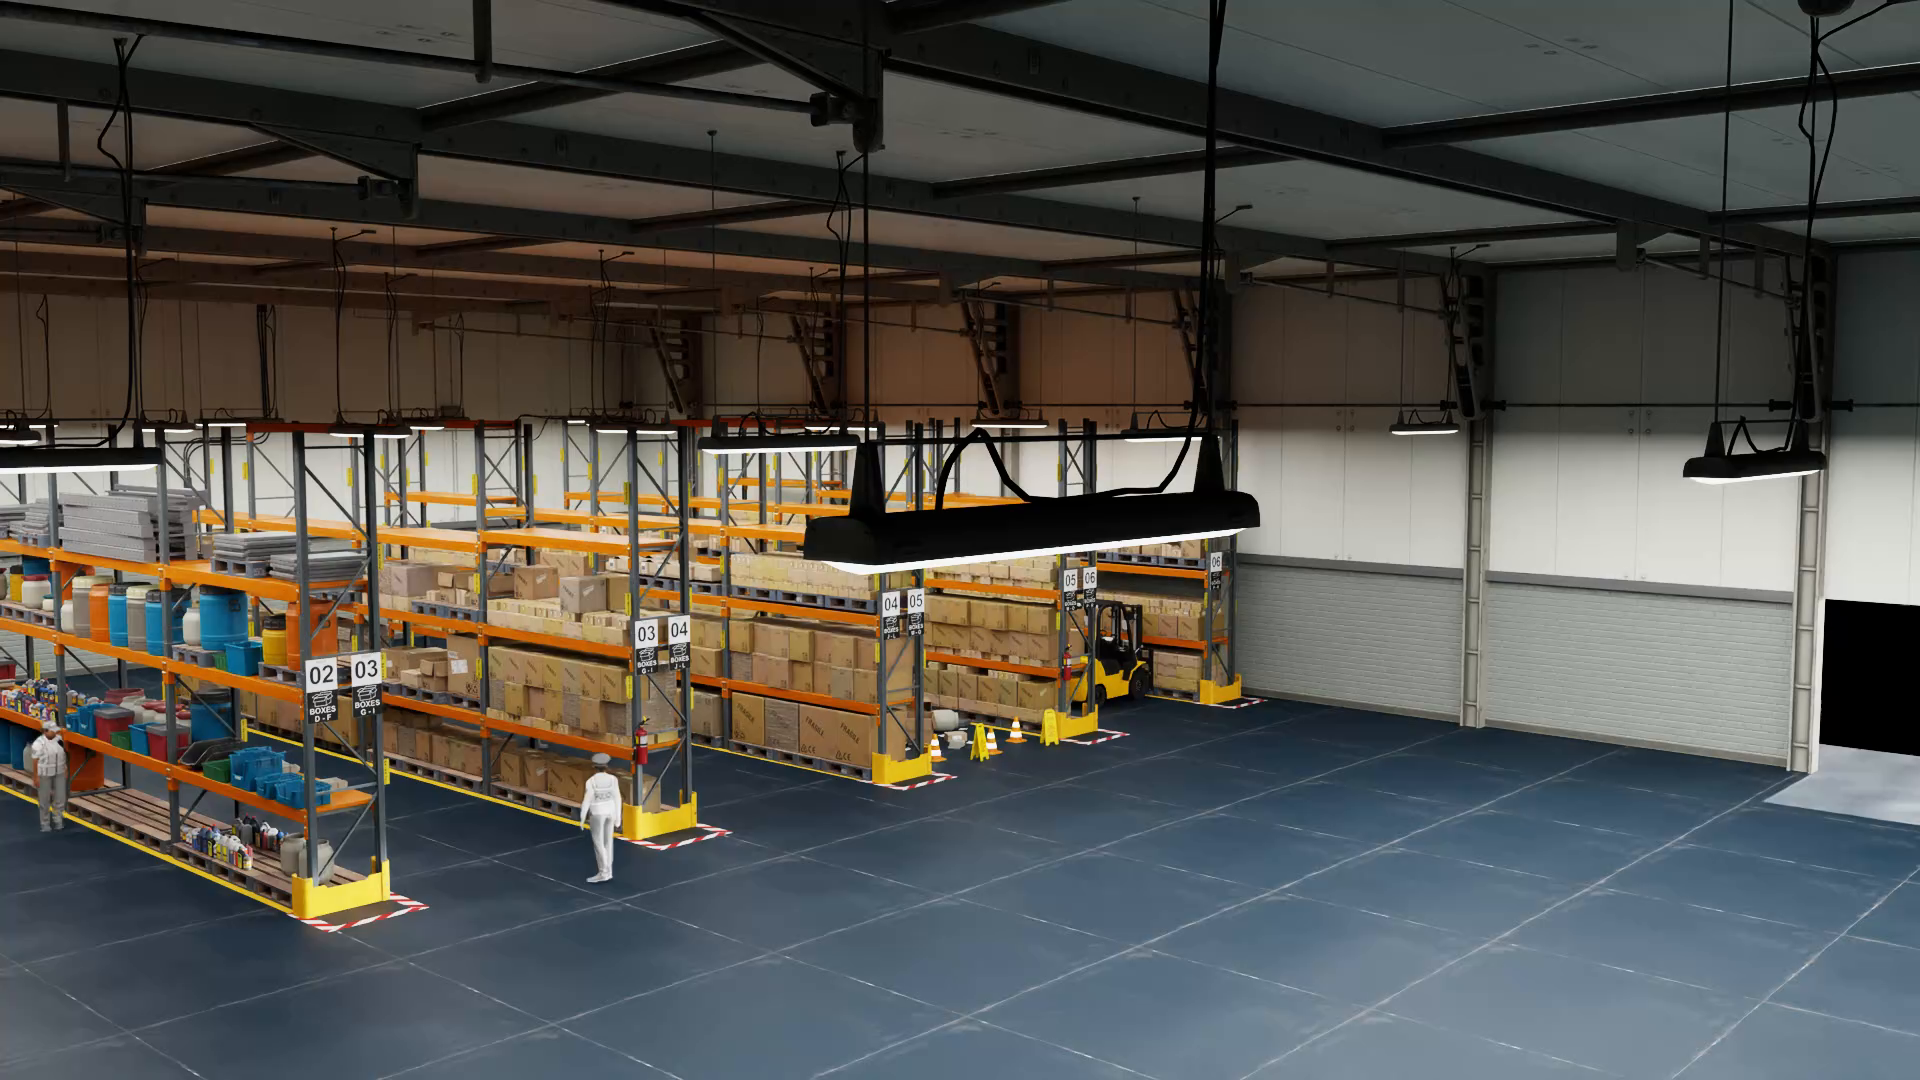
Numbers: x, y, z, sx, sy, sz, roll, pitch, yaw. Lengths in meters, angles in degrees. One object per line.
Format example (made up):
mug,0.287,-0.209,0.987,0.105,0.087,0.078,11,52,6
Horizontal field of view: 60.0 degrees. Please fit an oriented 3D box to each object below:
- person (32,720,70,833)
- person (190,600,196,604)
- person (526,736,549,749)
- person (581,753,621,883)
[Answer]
person,-13.499,3.495,24.688,0.476,1.673,0.513,3,6,34
person,-17.830,2.292,38.822,0.602,1.776,0.677,4,6,38
person,-7.825,2.980,30.673,0.420,1.800,0.681,-2,5,-24
person,-4.763,3.690,22.091,0.532,1.705,0.360,-3,6,-36
